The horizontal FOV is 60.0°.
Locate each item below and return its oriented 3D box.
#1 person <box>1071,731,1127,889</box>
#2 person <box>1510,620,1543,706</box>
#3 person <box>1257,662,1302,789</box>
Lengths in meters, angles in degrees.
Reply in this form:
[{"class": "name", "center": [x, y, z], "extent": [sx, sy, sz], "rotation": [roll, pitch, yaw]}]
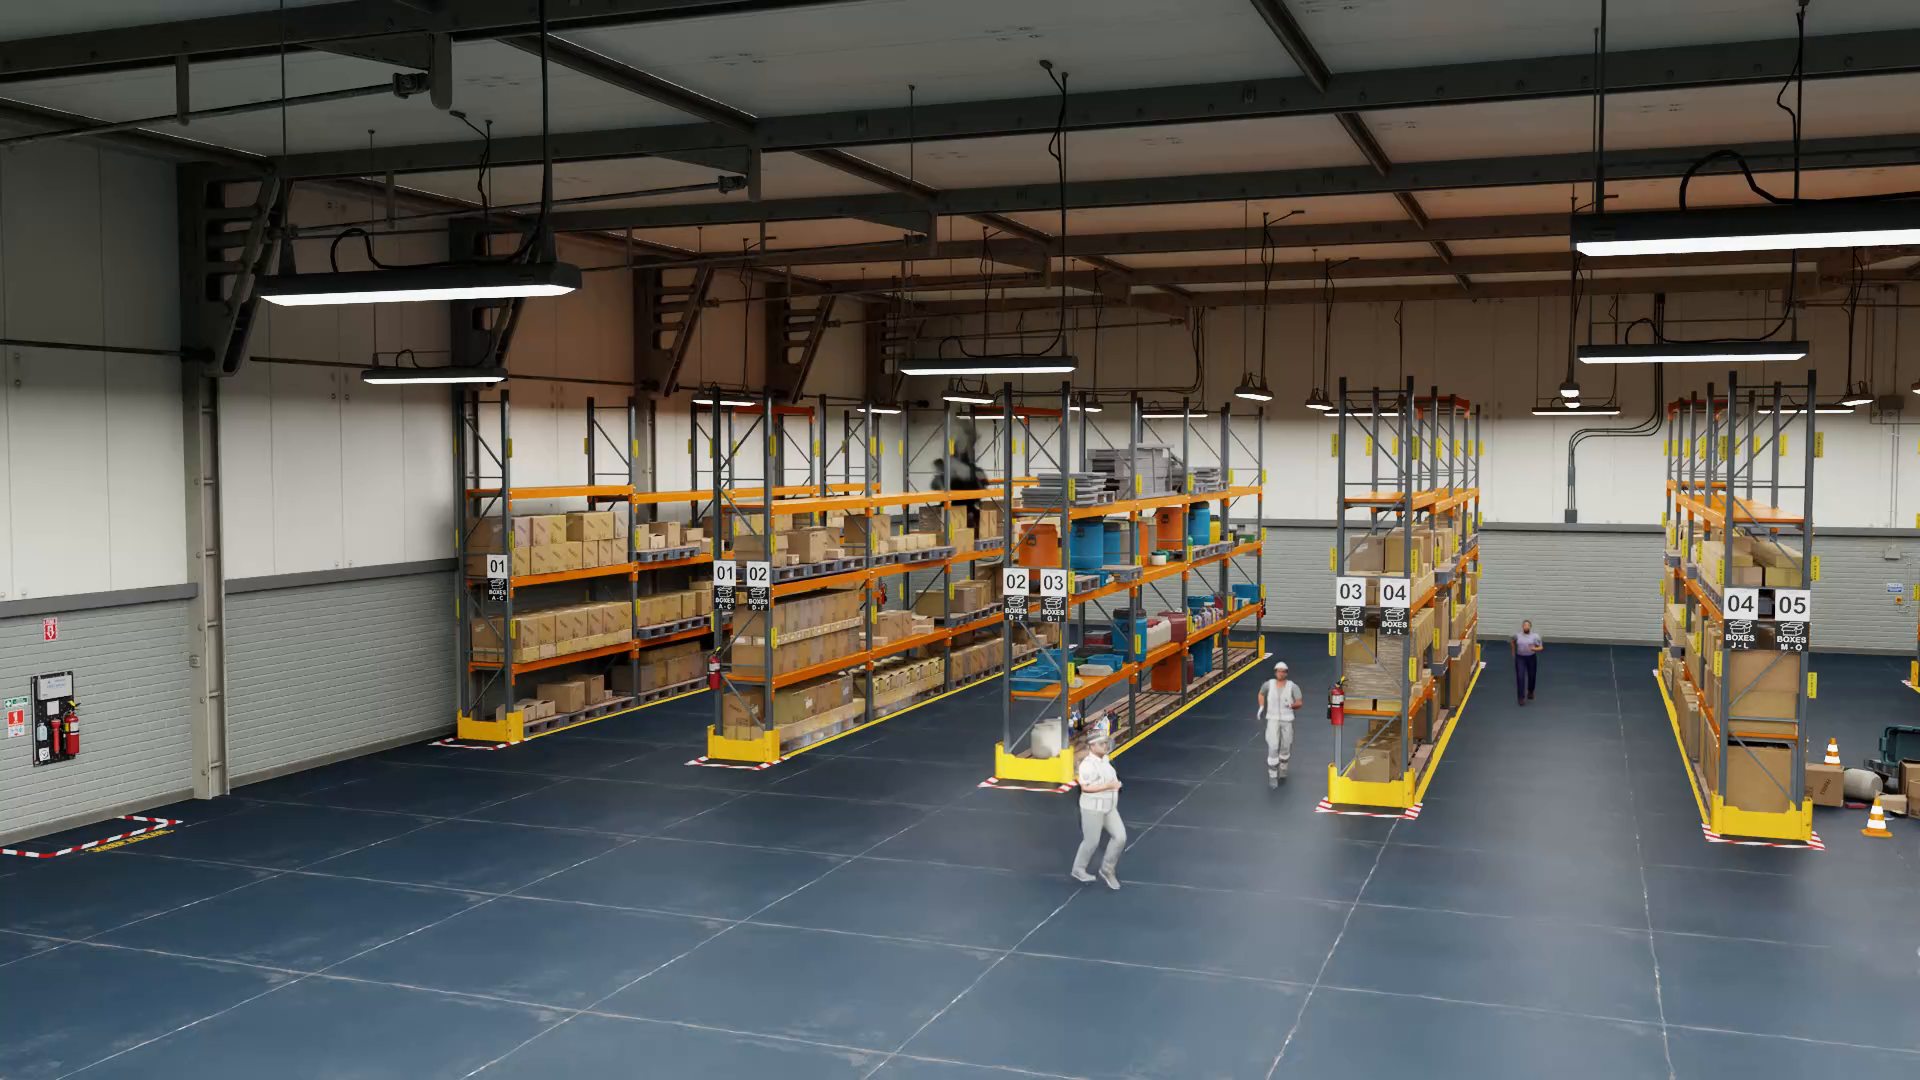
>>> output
[{"class": "person", "center": [1.601, 3.081, 18.943], "extent": [0.727, 1.836, 0.640], "rotation": [3, 4, 43]}, {"class": "person", "center": [11.051, 2.386, 32.464], "extent": [0.608, 1.612, 0.924], "rotation": [1, 3, 19]}, {"class": "person", "center": [4.762, 2.720, 24.769], "extent": [0.653, 1.822, 0.855], "rotation": [1, 3, 10]}]
